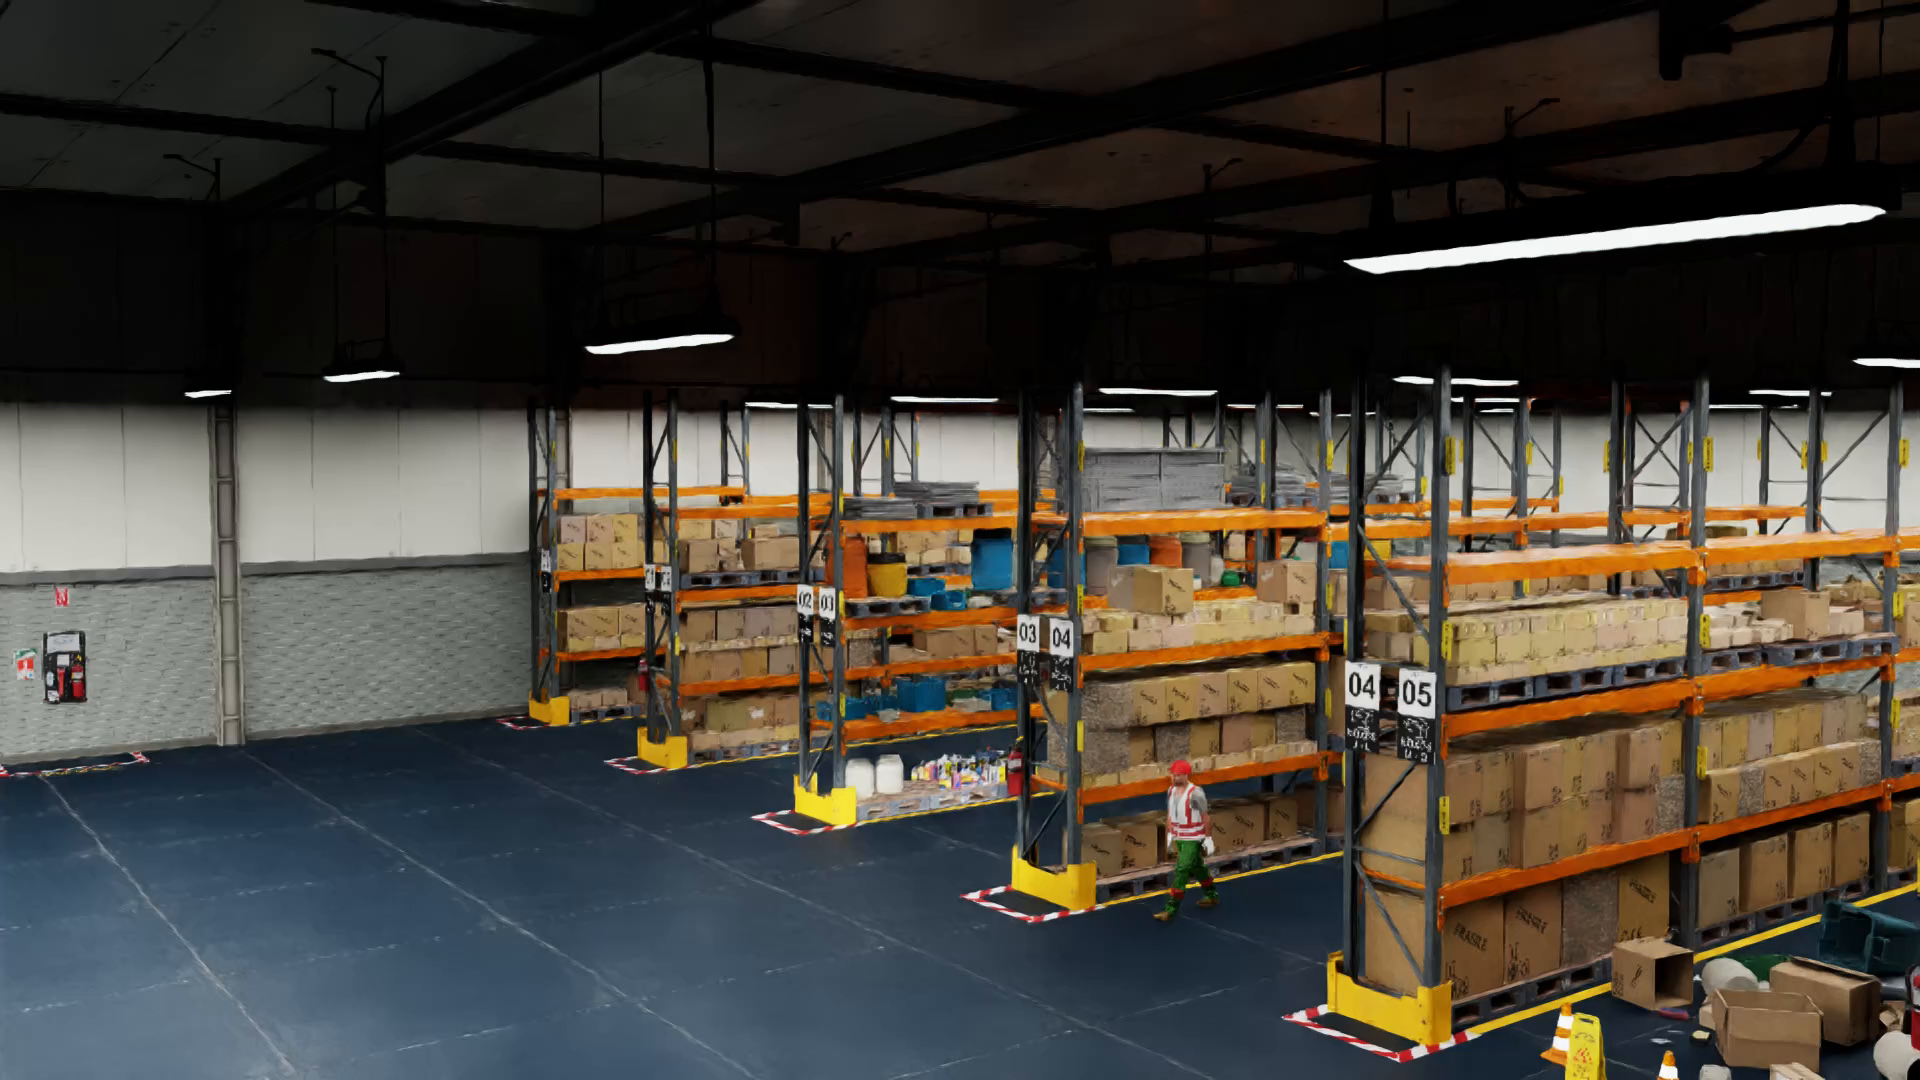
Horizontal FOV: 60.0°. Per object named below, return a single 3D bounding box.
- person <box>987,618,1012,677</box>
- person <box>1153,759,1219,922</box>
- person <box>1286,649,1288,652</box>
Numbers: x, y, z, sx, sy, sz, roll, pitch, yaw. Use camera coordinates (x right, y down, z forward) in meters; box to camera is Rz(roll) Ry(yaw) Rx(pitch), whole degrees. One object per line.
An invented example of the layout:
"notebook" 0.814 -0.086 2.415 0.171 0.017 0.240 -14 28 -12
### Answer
"person" 0.813 2.360 32.902 0.546 1.733 0.729 -3 4 -37
"person" 2.430 3.227 18.080 1.123 1.706 0.552 -2 4 -34
"person" 7.978 2.038 39.597 0.590 1.591 0.447 0 3 4
